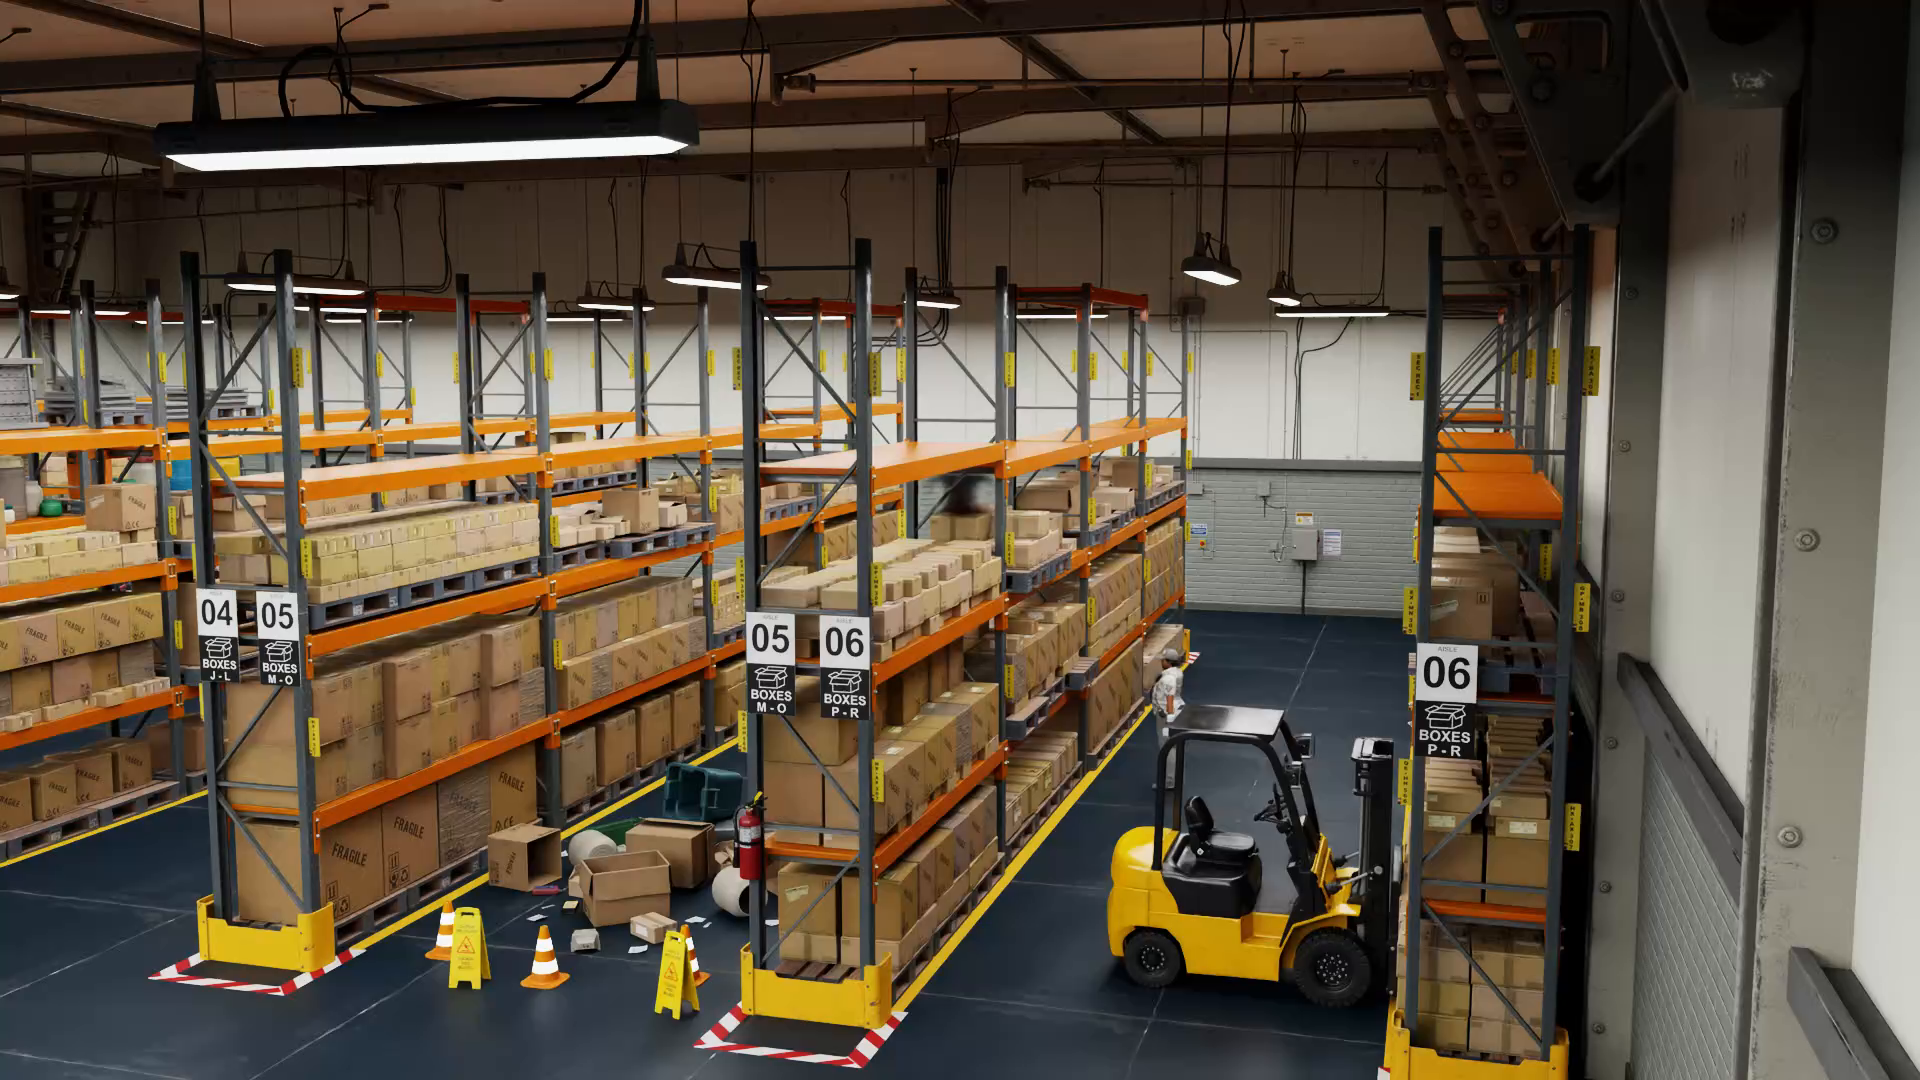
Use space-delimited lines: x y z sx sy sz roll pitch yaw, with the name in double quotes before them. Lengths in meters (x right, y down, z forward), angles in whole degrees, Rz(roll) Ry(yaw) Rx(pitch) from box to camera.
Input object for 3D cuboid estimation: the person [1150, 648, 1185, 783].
"person" 2.500 2.082 19.869 0.384 1.592 0.496 3 7 24
